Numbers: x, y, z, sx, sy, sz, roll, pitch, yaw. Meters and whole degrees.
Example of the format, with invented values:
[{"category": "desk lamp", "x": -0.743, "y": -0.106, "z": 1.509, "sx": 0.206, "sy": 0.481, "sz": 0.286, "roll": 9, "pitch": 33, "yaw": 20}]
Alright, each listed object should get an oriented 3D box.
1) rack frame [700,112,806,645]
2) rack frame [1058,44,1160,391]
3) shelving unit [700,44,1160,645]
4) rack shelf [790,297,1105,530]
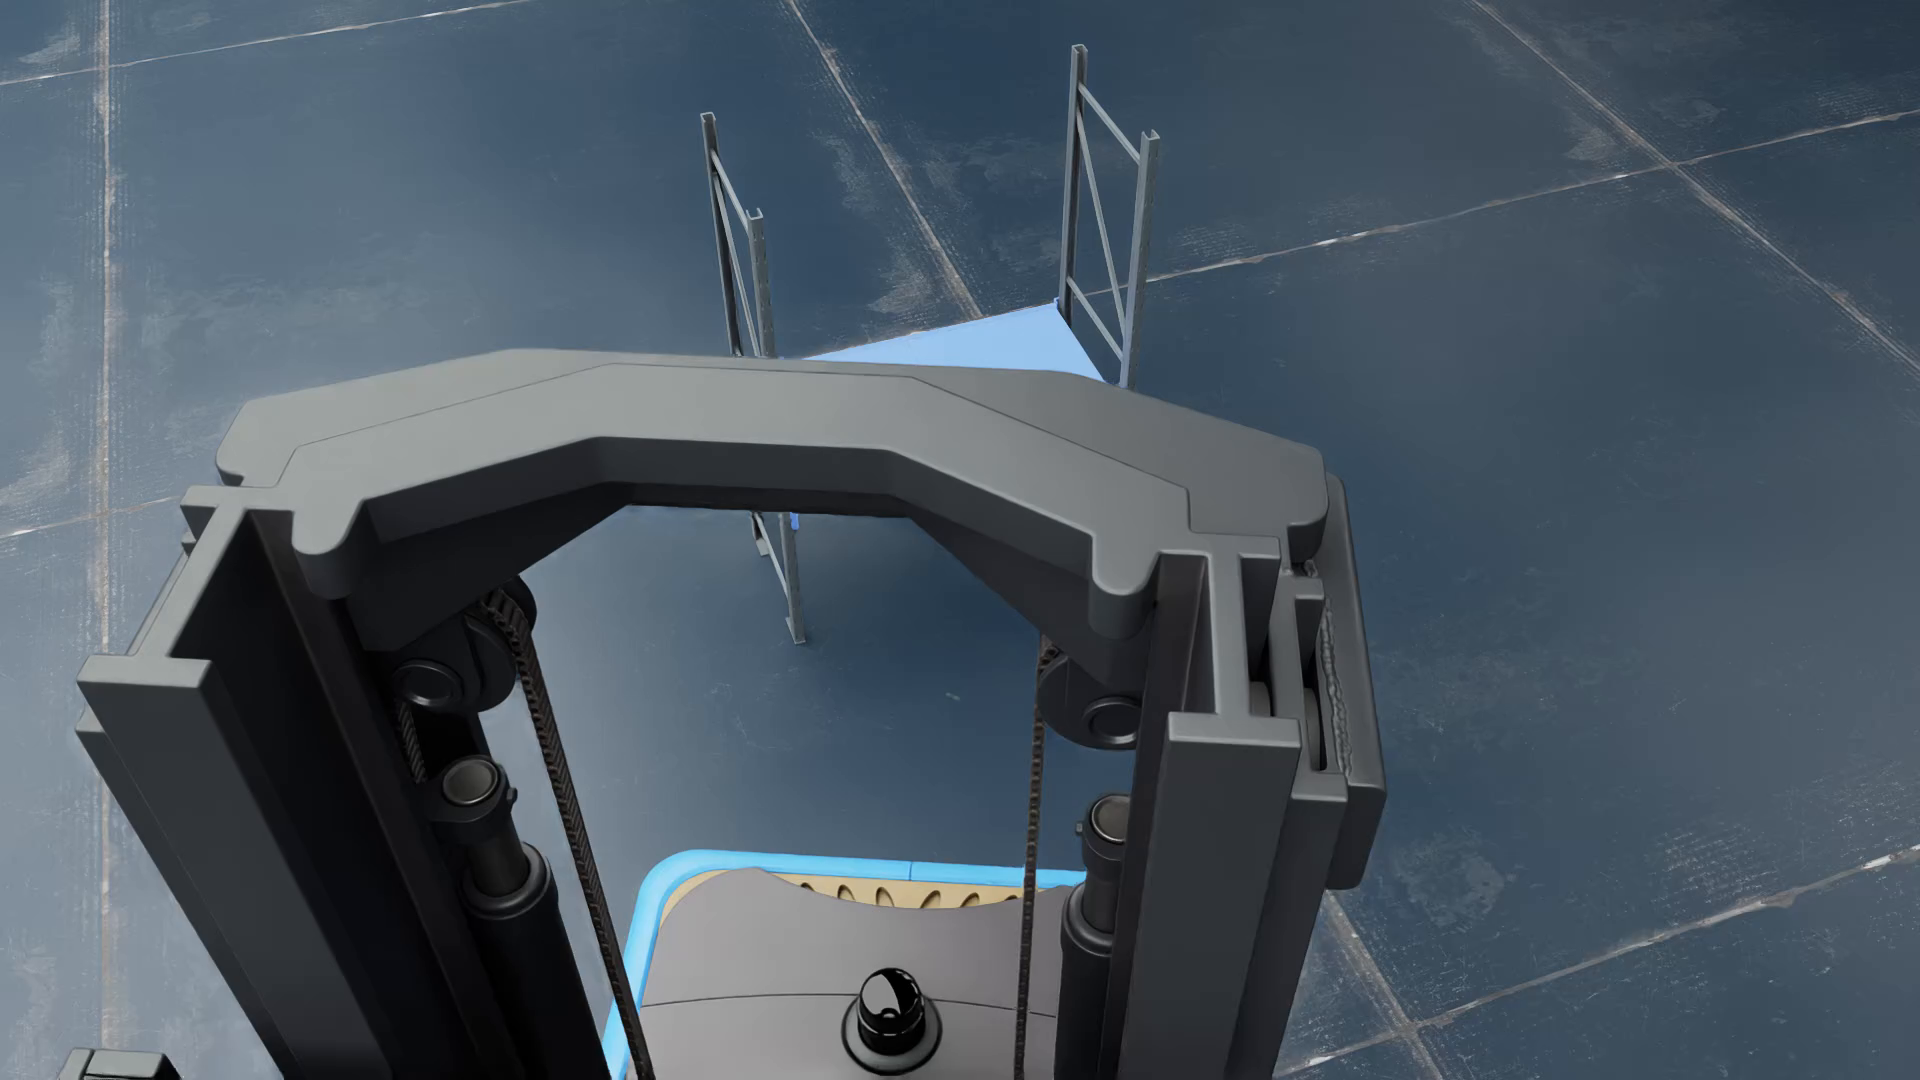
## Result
[{"category": "rack frame", "x": -0.558, "y": -0.387, "z": 4.576, "sx": 0.032, "sy": 1.500, "sz": 0.500, "roll": -14, "pitch": 47, "yaw": -14}, {"category": "rack frame", "x": 0.398, "y": -0.631, "z": 4.820, "sx": 0.032, "sy": 1.500, "sz": 0.500, "roll": -14, "pitch": 47, "yaw": -14}, {"category": "shelving unit", "x": -0.080, "y": -0.509, "z": 4.698, "sx": 1.048, "sy": 1.500, "sz": 0.538, "roll": -14, "pitch": 47, "yaw": -14}, {"category": "rack shelf", "x": -0.080, "y": -0.382, "z": 4.826, "sx": 1.000, "sy": 0.185, "sz": 0.538, "roll": -14, "pitch": 47, "yaw": -14}]
